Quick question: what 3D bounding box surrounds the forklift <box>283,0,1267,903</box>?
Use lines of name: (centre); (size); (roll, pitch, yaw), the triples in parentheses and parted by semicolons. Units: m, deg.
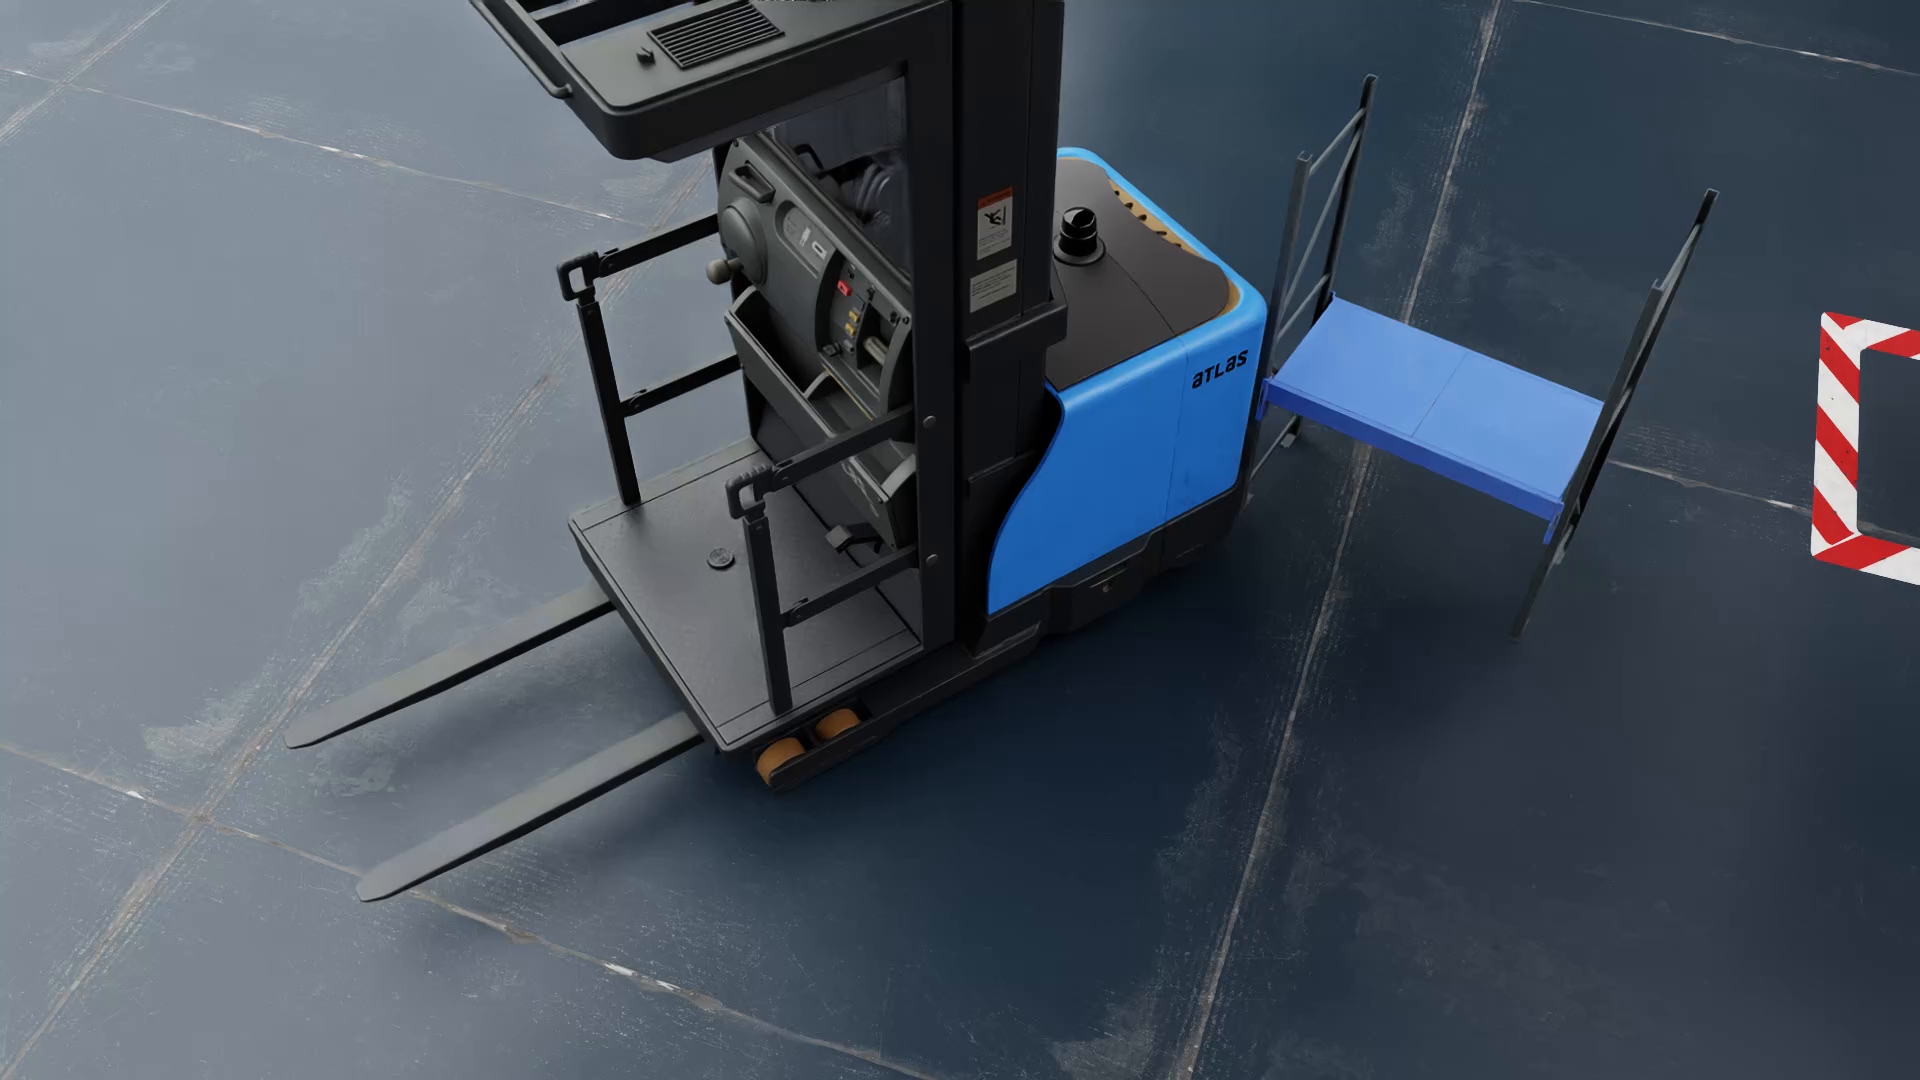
forklift: (-0.573, -0.656, 4.379); (3.031, 2.935, 1.130); (-27, 54, -21)

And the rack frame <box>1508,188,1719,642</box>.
rack frame: (1.953, -0.320, 5.035); (0.032, 1.500, 0.500); (26, 54, 21)

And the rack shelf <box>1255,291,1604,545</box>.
rack shelf: (1.527, -0.412, 5.353); (1.000, 0.185, 0.538); (26, 54, 21)

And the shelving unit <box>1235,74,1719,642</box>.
shelving unit: (1.527, -0.530, 5.217); (1.048, 1.500, 0.538); (26, 54, 21)

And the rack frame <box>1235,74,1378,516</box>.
rack frame: (1.101, -0.740, 5.399); (0.032, 1.500, 0.500); (26, 54, 21)
